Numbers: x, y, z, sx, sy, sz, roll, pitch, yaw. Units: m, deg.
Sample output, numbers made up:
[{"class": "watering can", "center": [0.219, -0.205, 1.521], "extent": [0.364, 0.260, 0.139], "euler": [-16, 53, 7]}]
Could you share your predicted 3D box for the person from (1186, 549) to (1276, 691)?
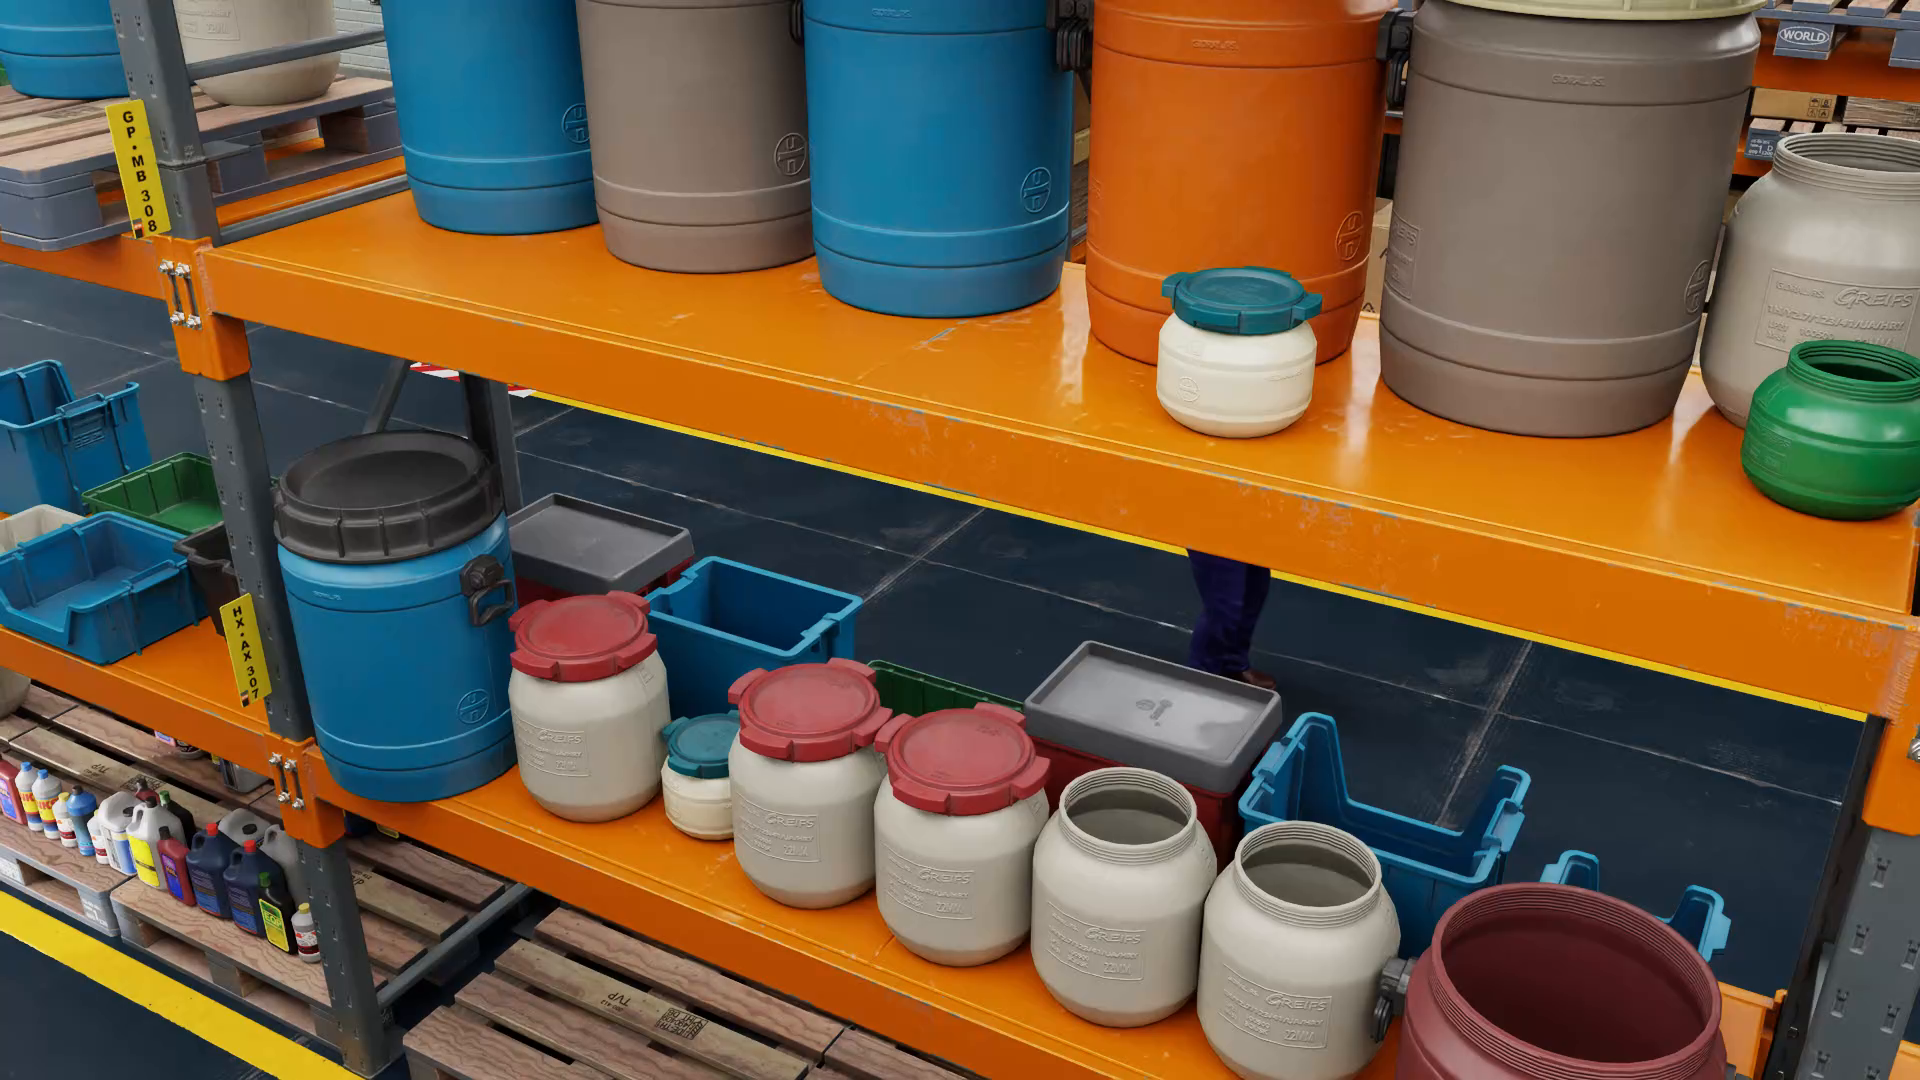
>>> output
[{"class": "person", "center": [1.245, -0.025, 7.209], "extent": [0.518, 1.622, 0.452], "euler": [15, 30, 27]}]
